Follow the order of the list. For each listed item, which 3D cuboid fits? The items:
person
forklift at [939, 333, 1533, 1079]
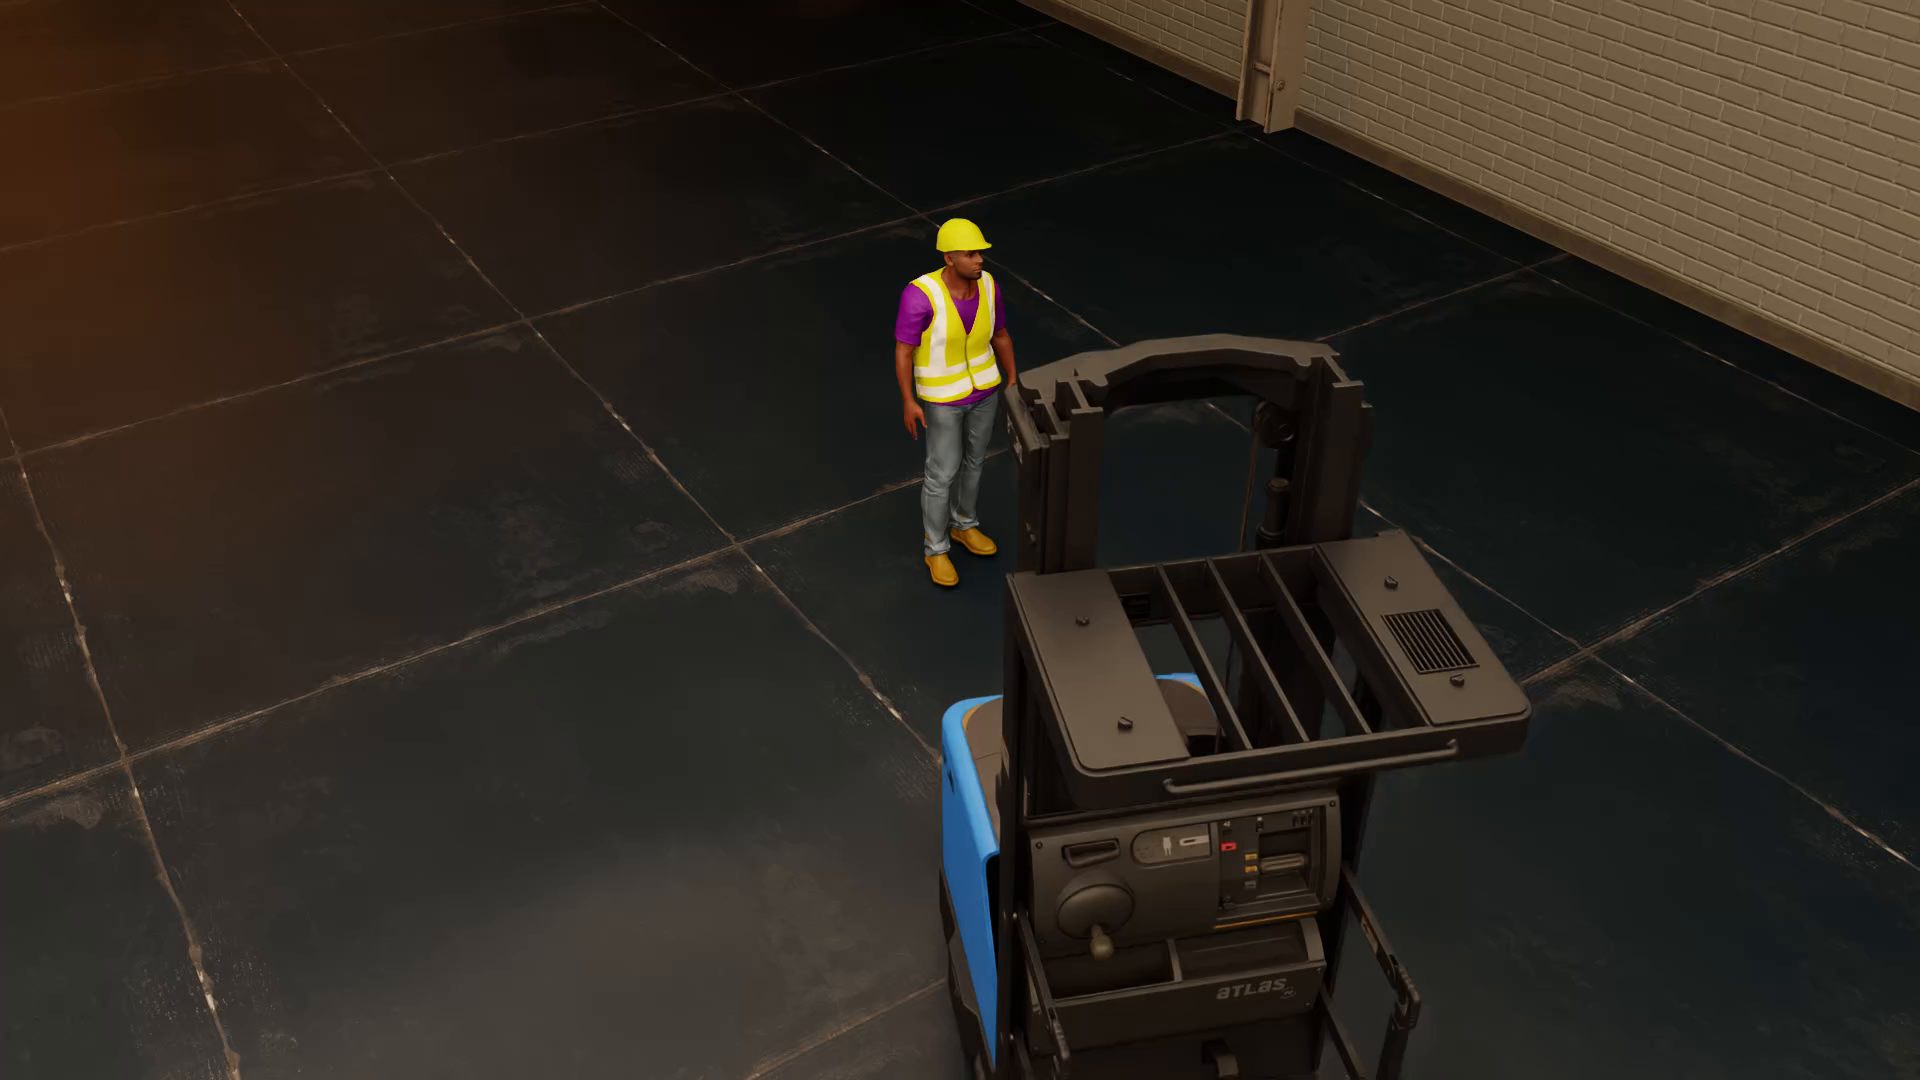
[{"bbox_3d":[0.032,-0.693,8.135,0.665,1.765,0.577,-21,40,-27],"label":"person"},{"bbox_3d":[0.705,1.039,4.668,1.130,2.935,3.031,-6,36,-9],"label":"forklift"}]
